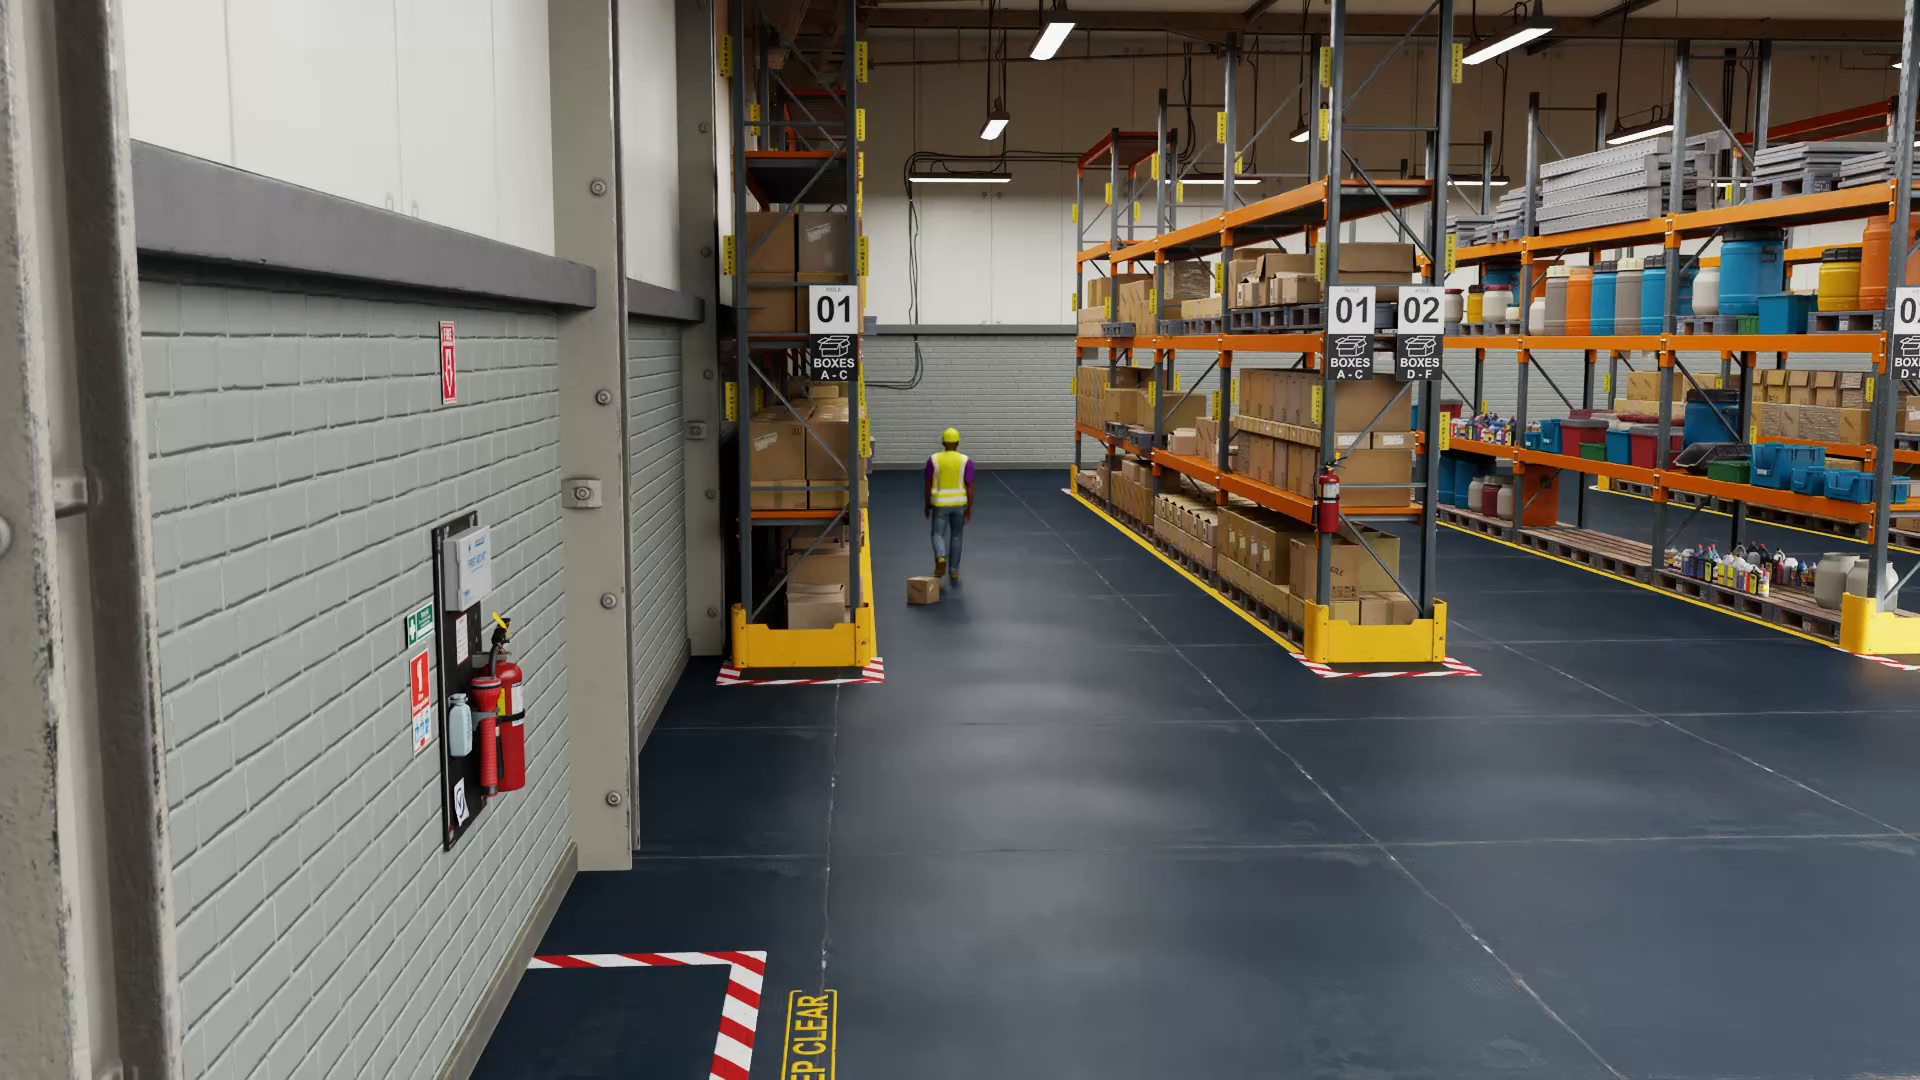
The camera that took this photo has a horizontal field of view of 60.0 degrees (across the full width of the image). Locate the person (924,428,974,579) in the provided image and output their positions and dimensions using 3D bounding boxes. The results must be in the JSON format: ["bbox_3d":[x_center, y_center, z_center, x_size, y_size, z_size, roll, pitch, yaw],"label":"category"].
[{"bbox_3d":[-0.123,-0.404,18.926,0.564,1.739,0.859,0,7,-3],"label":"person"}]
